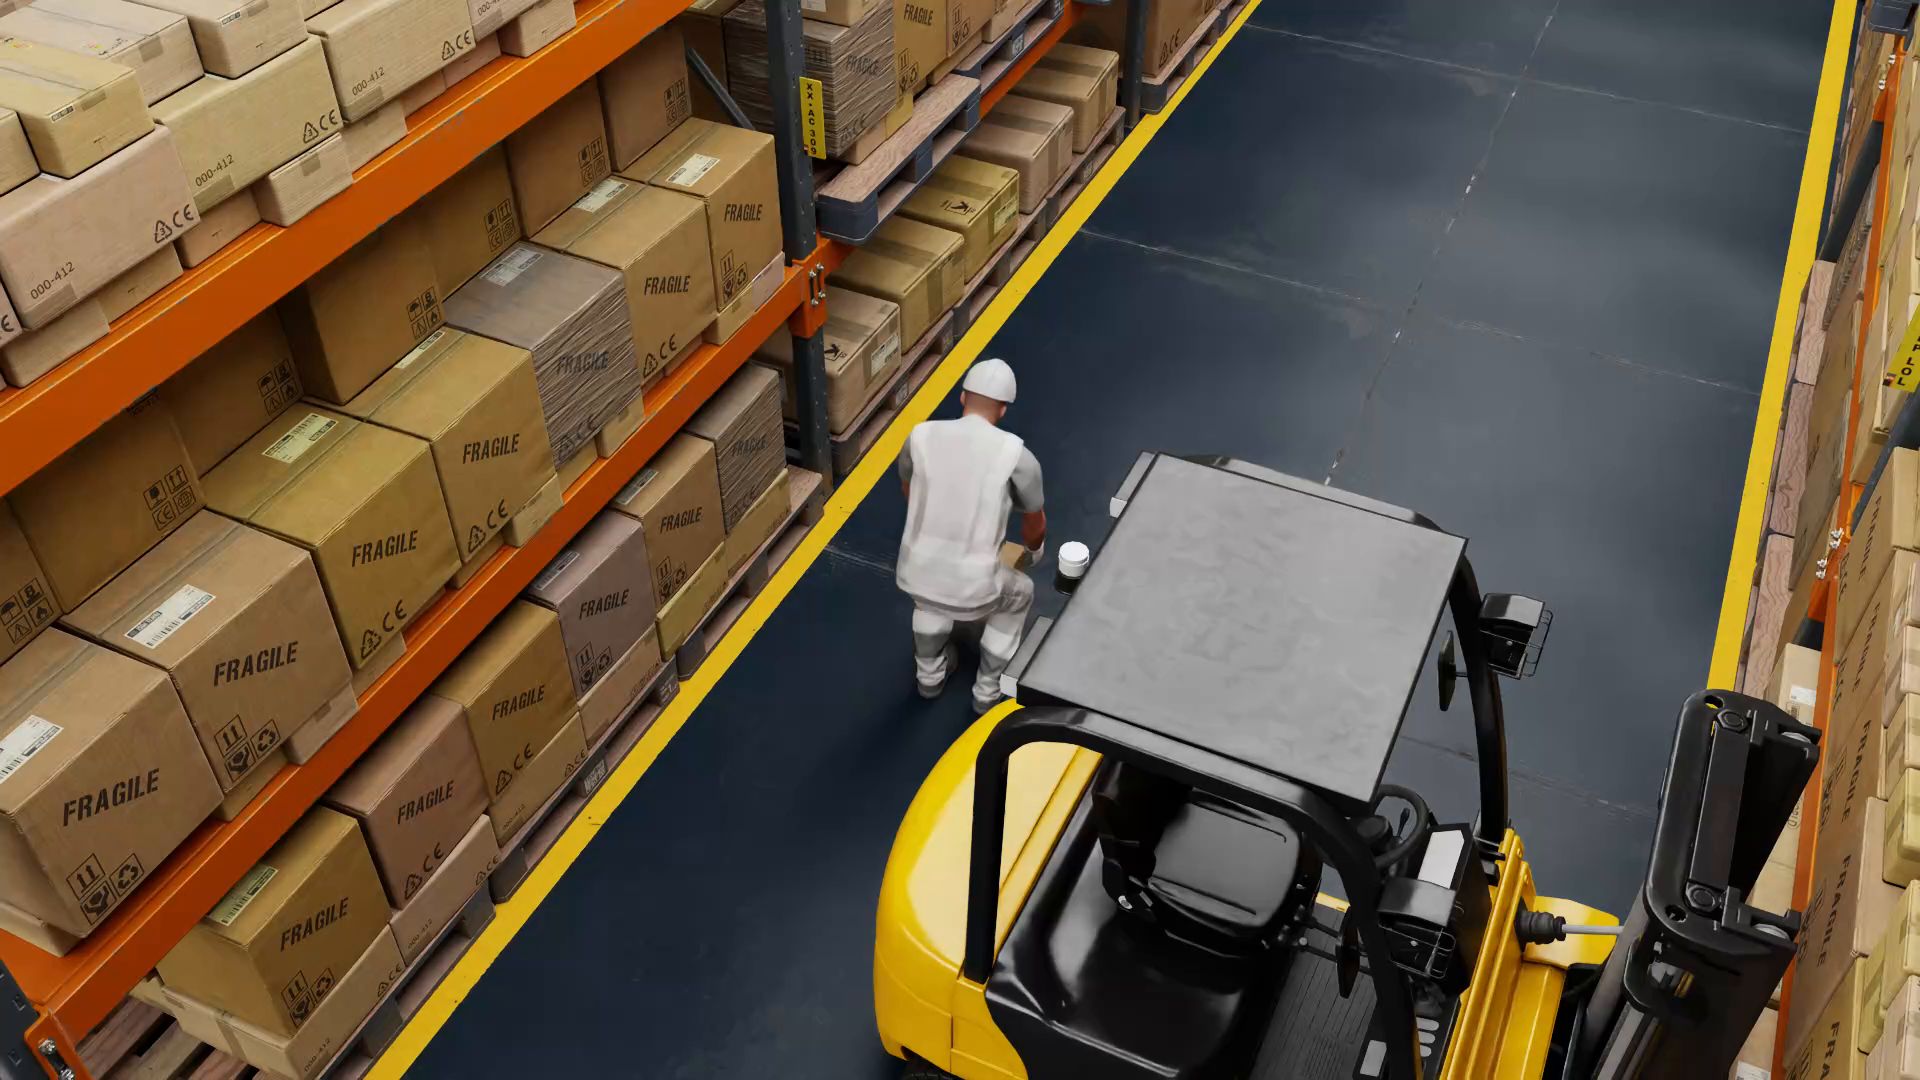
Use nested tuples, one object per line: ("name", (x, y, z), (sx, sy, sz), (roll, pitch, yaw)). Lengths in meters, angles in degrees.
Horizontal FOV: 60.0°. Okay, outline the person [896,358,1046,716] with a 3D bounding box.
("person", (0.012, 0.020, 6.425), (0.585, 1.384, 0.780), (16, 44, 17))
